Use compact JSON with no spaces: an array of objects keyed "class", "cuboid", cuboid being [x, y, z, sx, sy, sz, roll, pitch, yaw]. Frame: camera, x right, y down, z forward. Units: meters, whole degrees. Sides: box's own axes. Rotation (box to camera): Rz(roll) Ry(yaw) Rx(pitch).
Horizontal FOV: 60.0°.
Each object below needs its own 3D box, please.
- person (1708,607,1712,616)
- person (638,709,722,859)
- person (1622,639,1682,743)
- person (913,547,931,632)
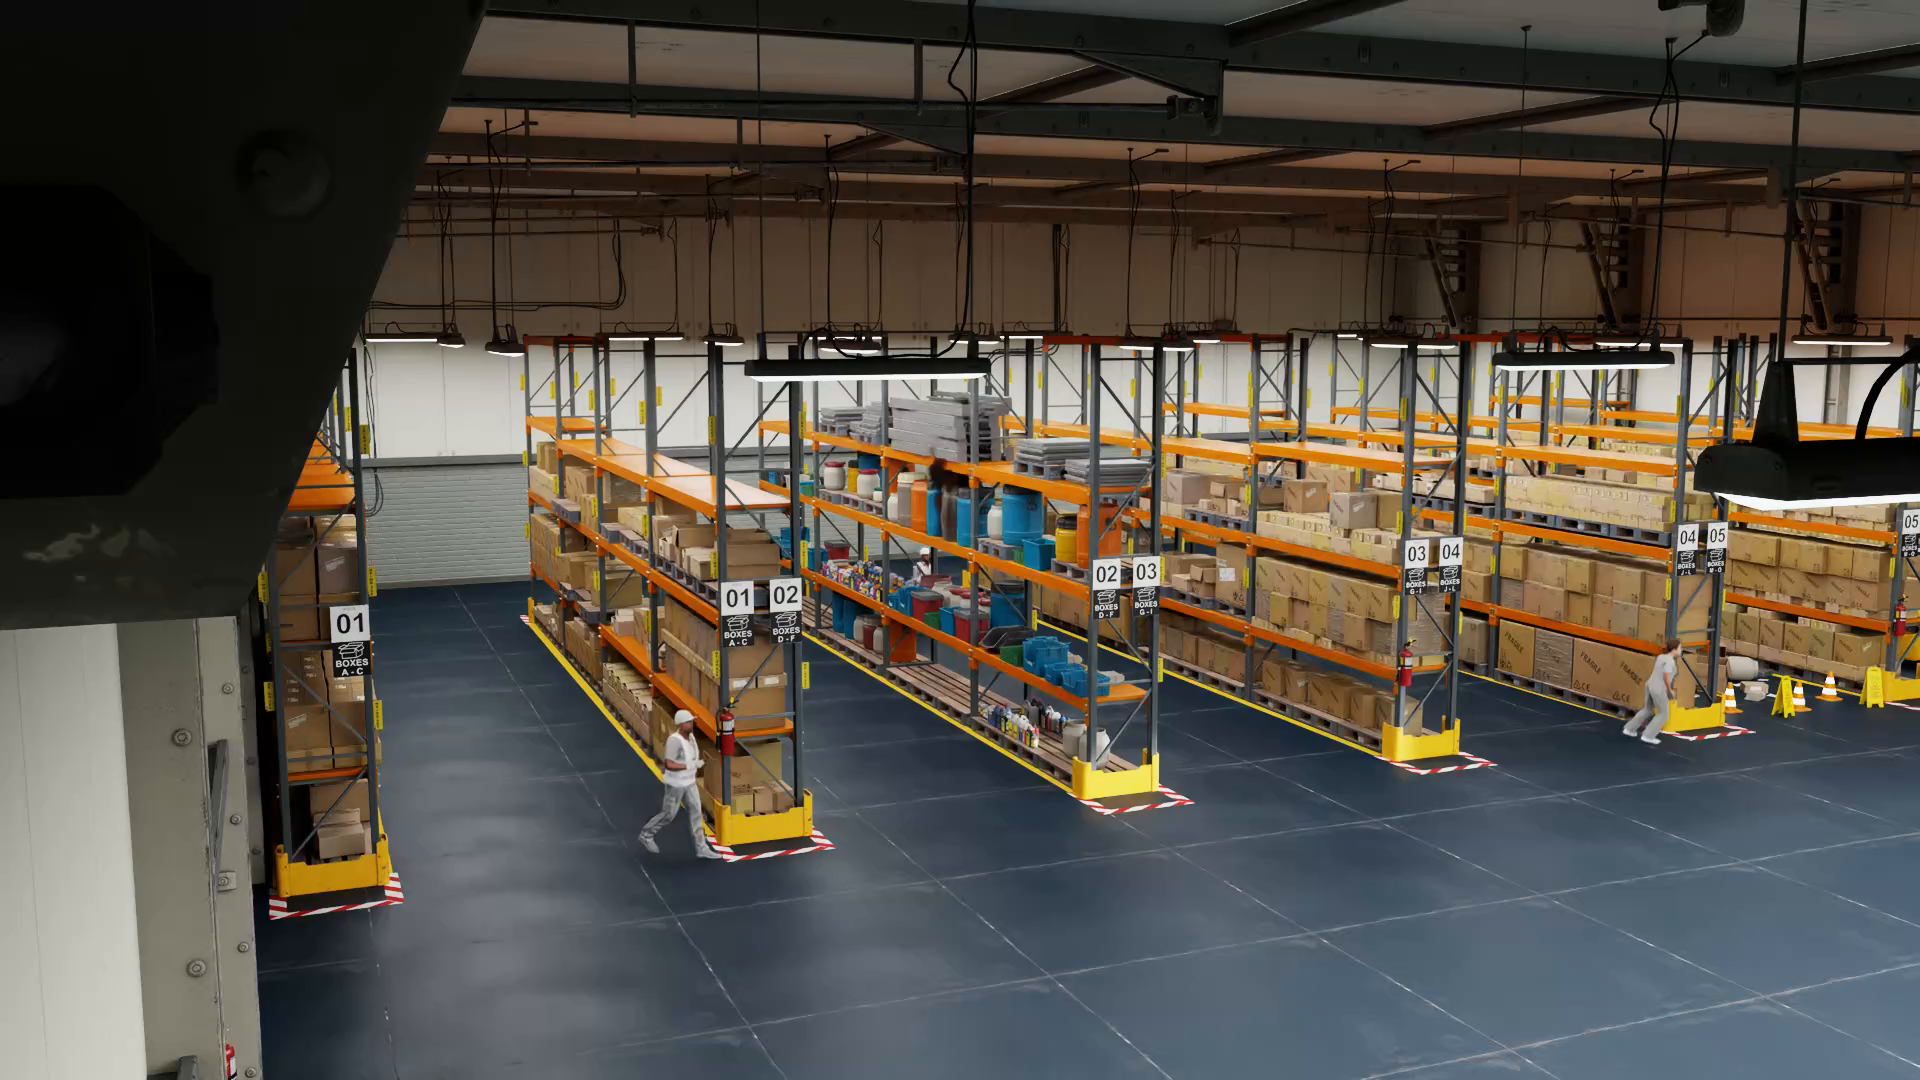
[{"class":"person","cuboid":[15.282,1.083,33.704,0.670,1.582,1.010,-7,10,-43]},{"class":"person","cuboid":[-3.286,2.845,19.430,1.043,1.758,0.671,3,8,21]},{"class":"person","cuboid":[10.349,2.266,24.837,0.733,1.584,0.585,0,8,3]},{"class":"person","cuboid":[-0.689,1.048,33.167,0.629,1.833,0.850,-5,9,-31]}]
